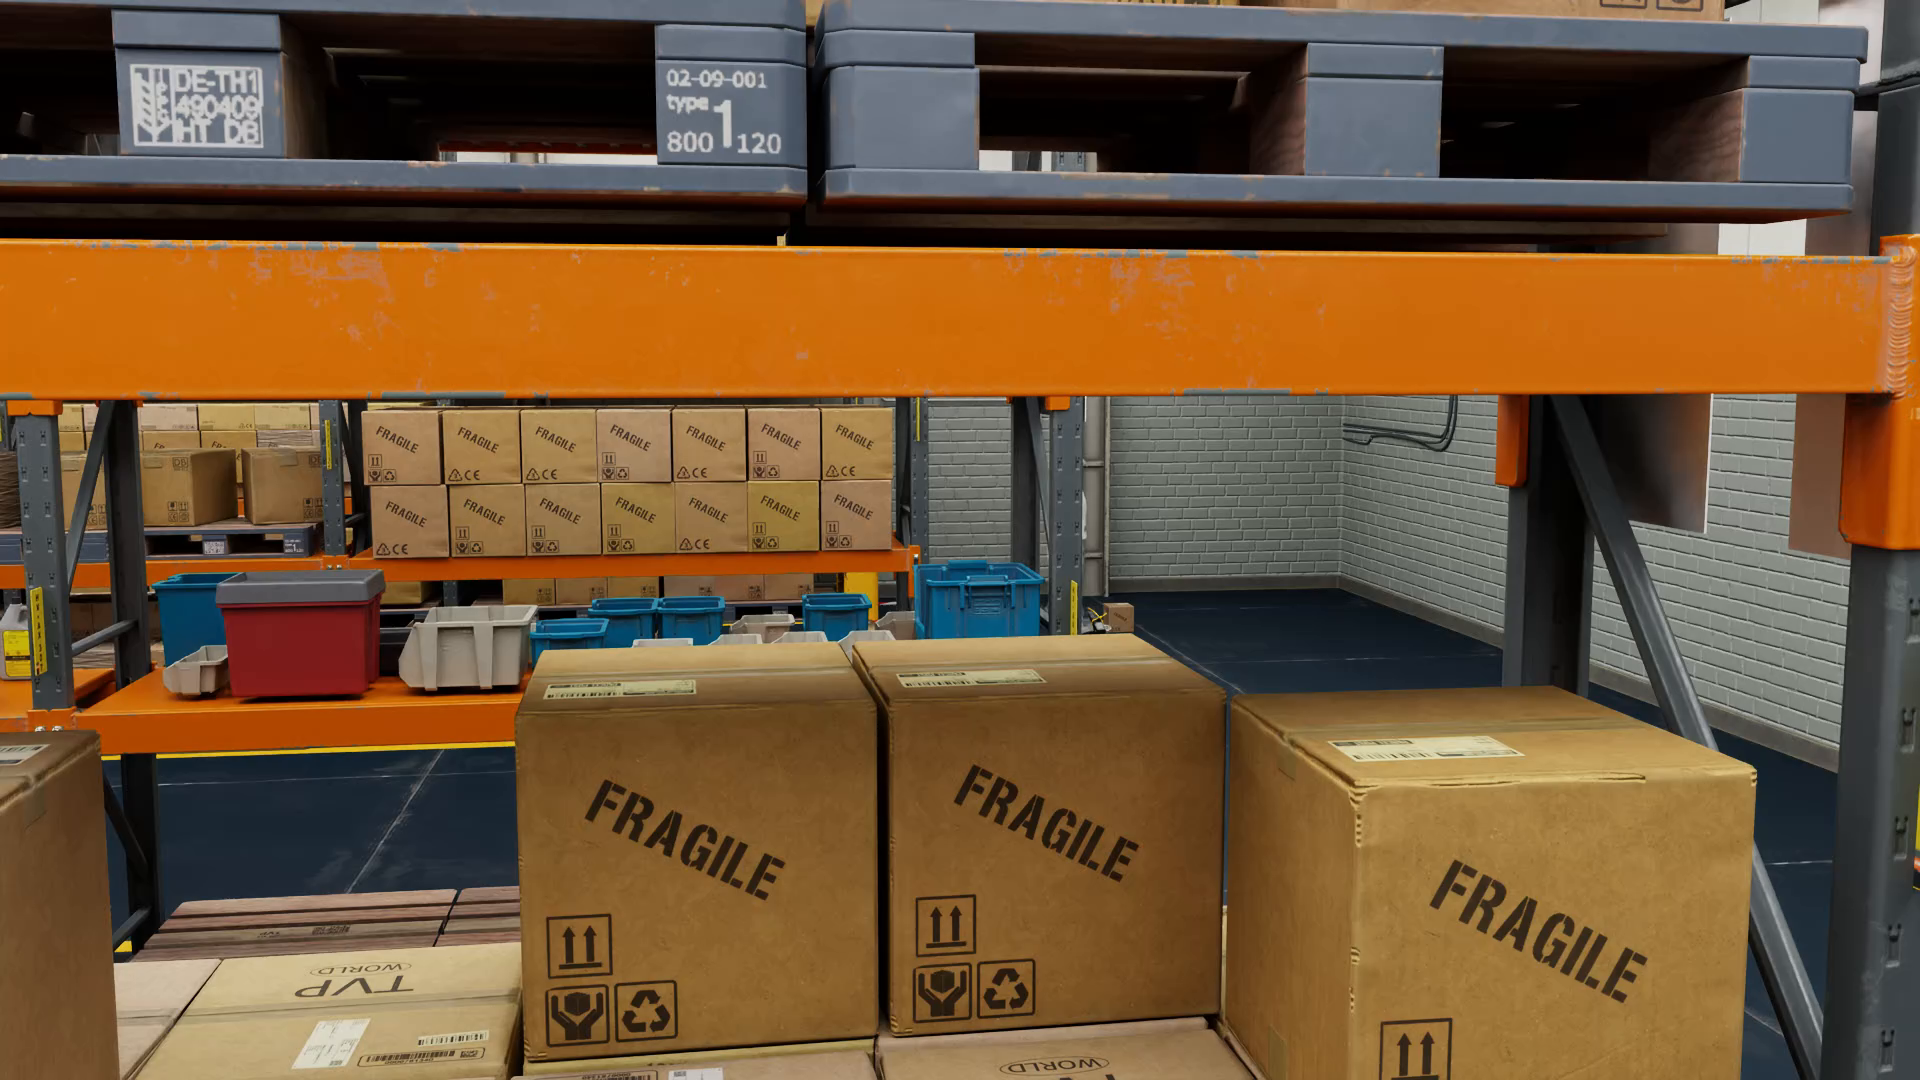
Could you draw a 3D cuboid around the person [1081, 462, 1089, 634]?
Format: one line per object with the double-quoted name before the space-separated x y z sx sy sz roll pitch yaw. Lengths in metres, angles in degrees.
"person" 1.052 0.005 16.097 0.361 1.776 0.548 -1 6 -8
